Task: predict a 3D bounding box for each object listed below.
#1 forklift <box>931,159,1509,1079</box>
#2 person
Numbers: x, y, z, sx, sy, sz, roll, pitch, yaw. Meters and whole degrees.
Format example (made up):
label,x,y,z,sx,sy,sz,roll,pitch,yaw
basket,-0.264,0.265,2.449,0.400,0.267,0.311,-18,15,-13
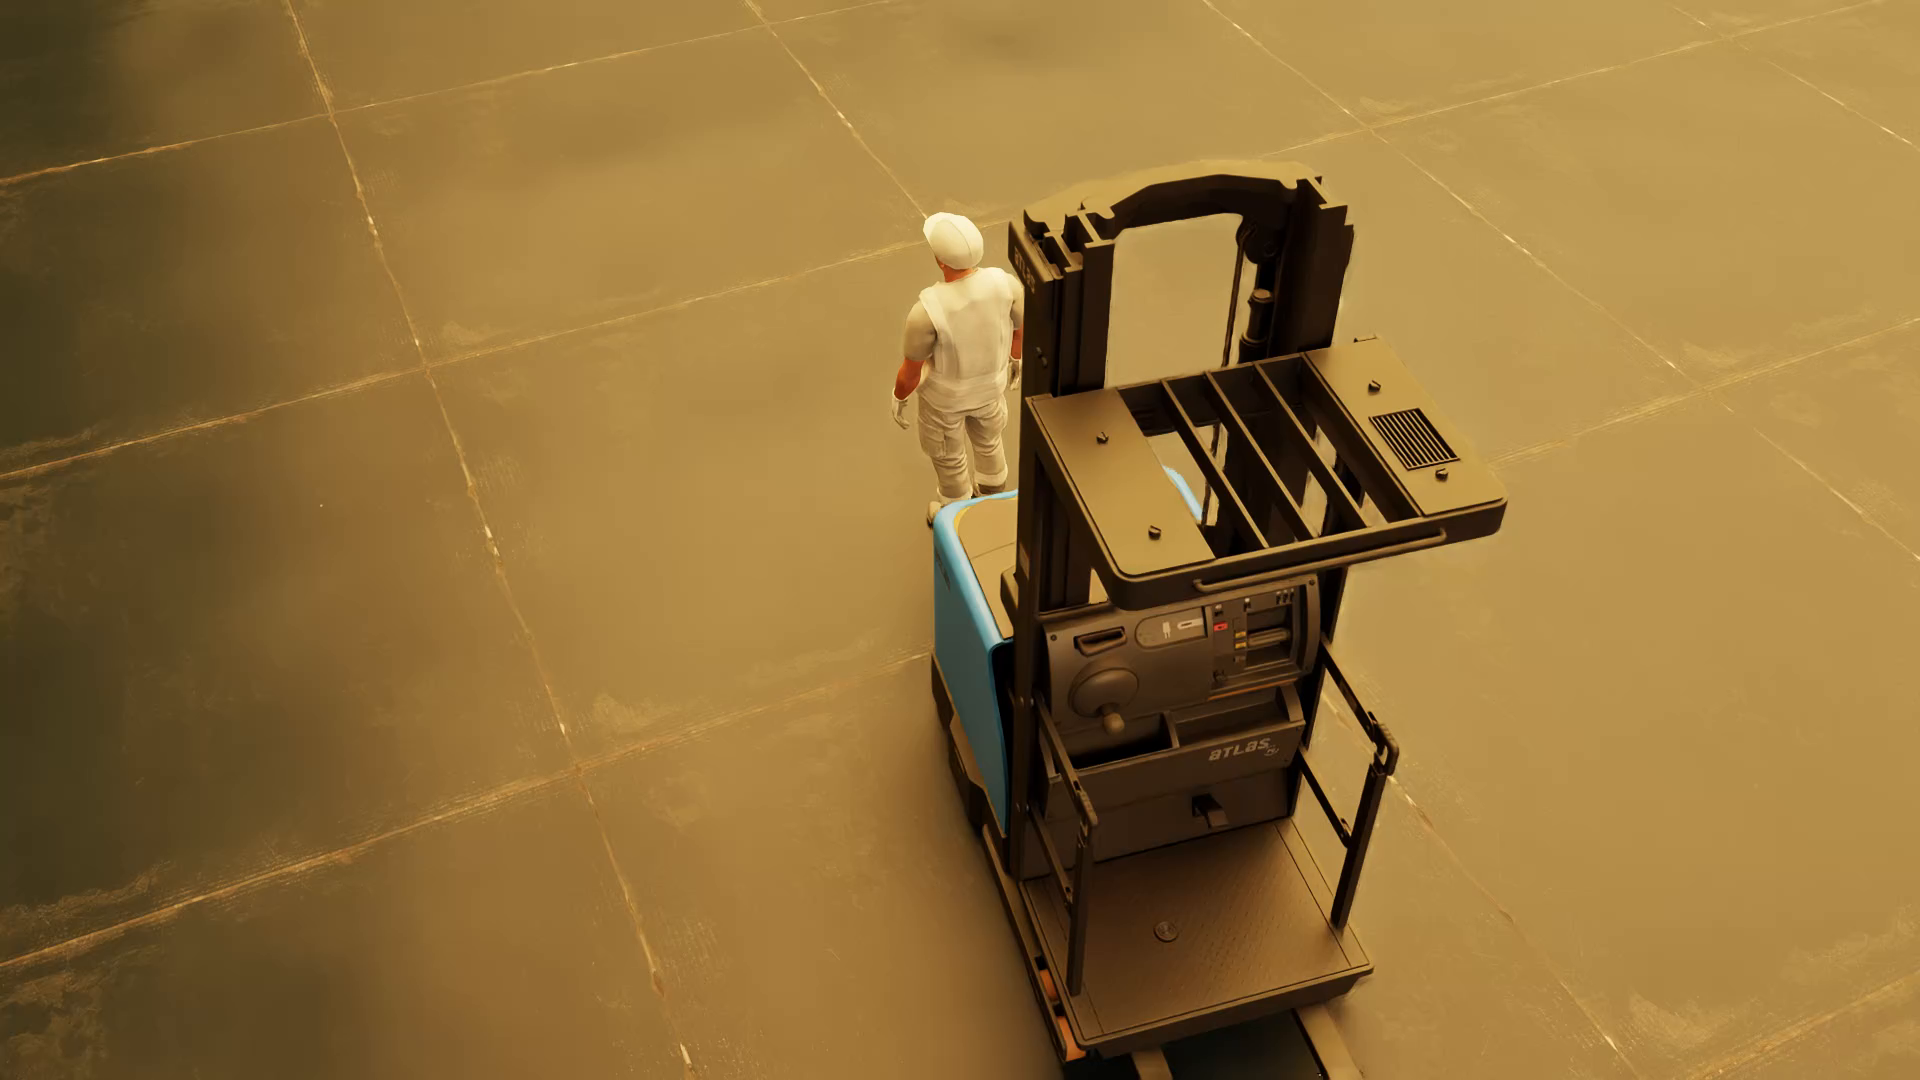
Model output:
label,x,y,z,sx,sy,sz,roll,pitch,yaw
forklift,0.784,0.453,5.195,1.130,2.935,3.031,-11,44,-12
person,-0.022,-0.713,7.270,0.637,1.787,0.564,-18,46,-18
